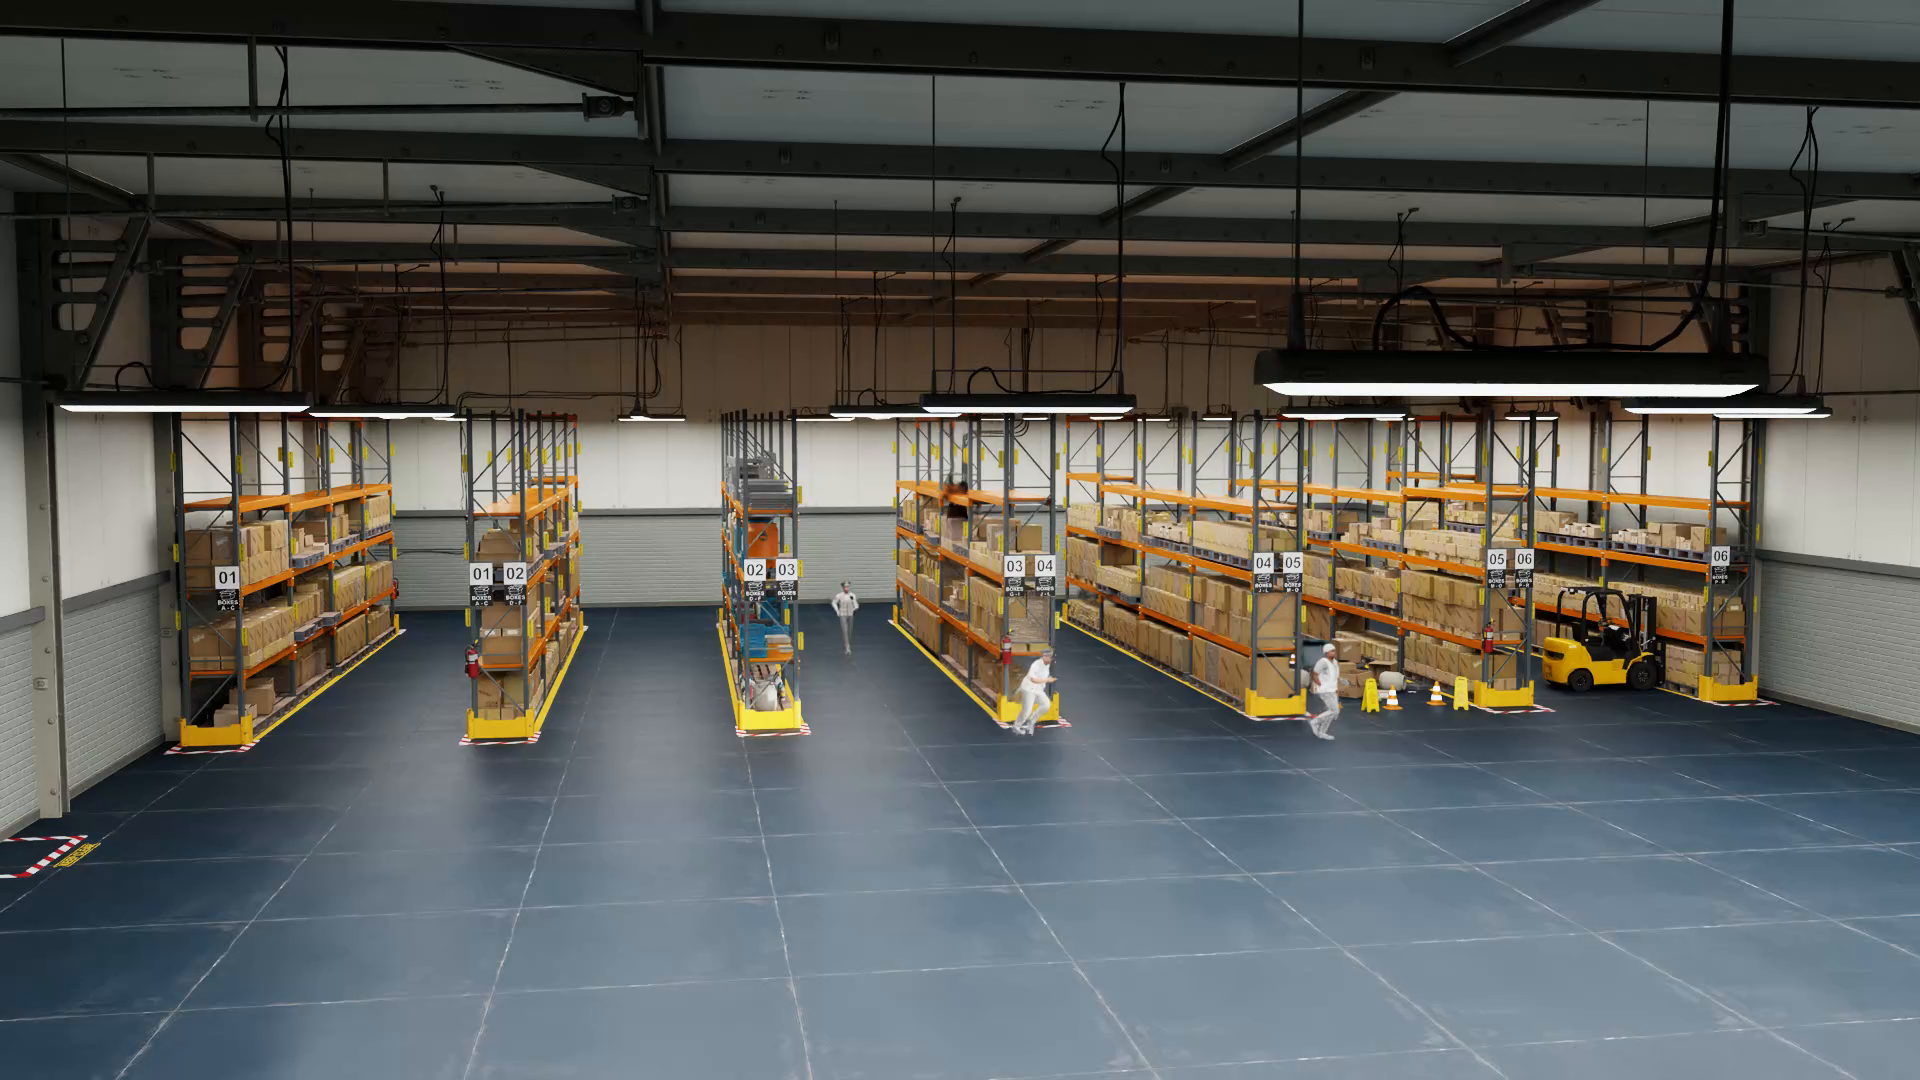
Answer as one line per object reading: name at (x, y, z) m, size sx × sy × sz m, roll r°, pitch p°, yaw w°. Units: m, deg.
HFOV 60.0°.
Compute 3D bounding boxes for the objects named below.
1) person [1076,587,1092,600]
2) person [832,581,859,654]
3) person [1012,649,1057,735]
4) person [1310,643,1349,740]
person at (3.757, 1.390, 49.718) m, size 0.828 × 1.802 × 0.667 m, roll 1°, pitch 4°, yaw 9°
person at (-2.719, 1.834, 39.720) m, size 0.620 × 1.712 × 0.705 m, roll -1°, pitch 4°, yaw -16°
person at (1.412, 2.776, 30.520) m, size 0.944 × 1.631 × 0.698 m, roll 3°, pitch 5°, yaw 34°
person at (6.712, 2.747, 30.173) m, size 0.612 × 1.746 × 0.666 m, roll 2°, pitch 5°, yaw 31°
